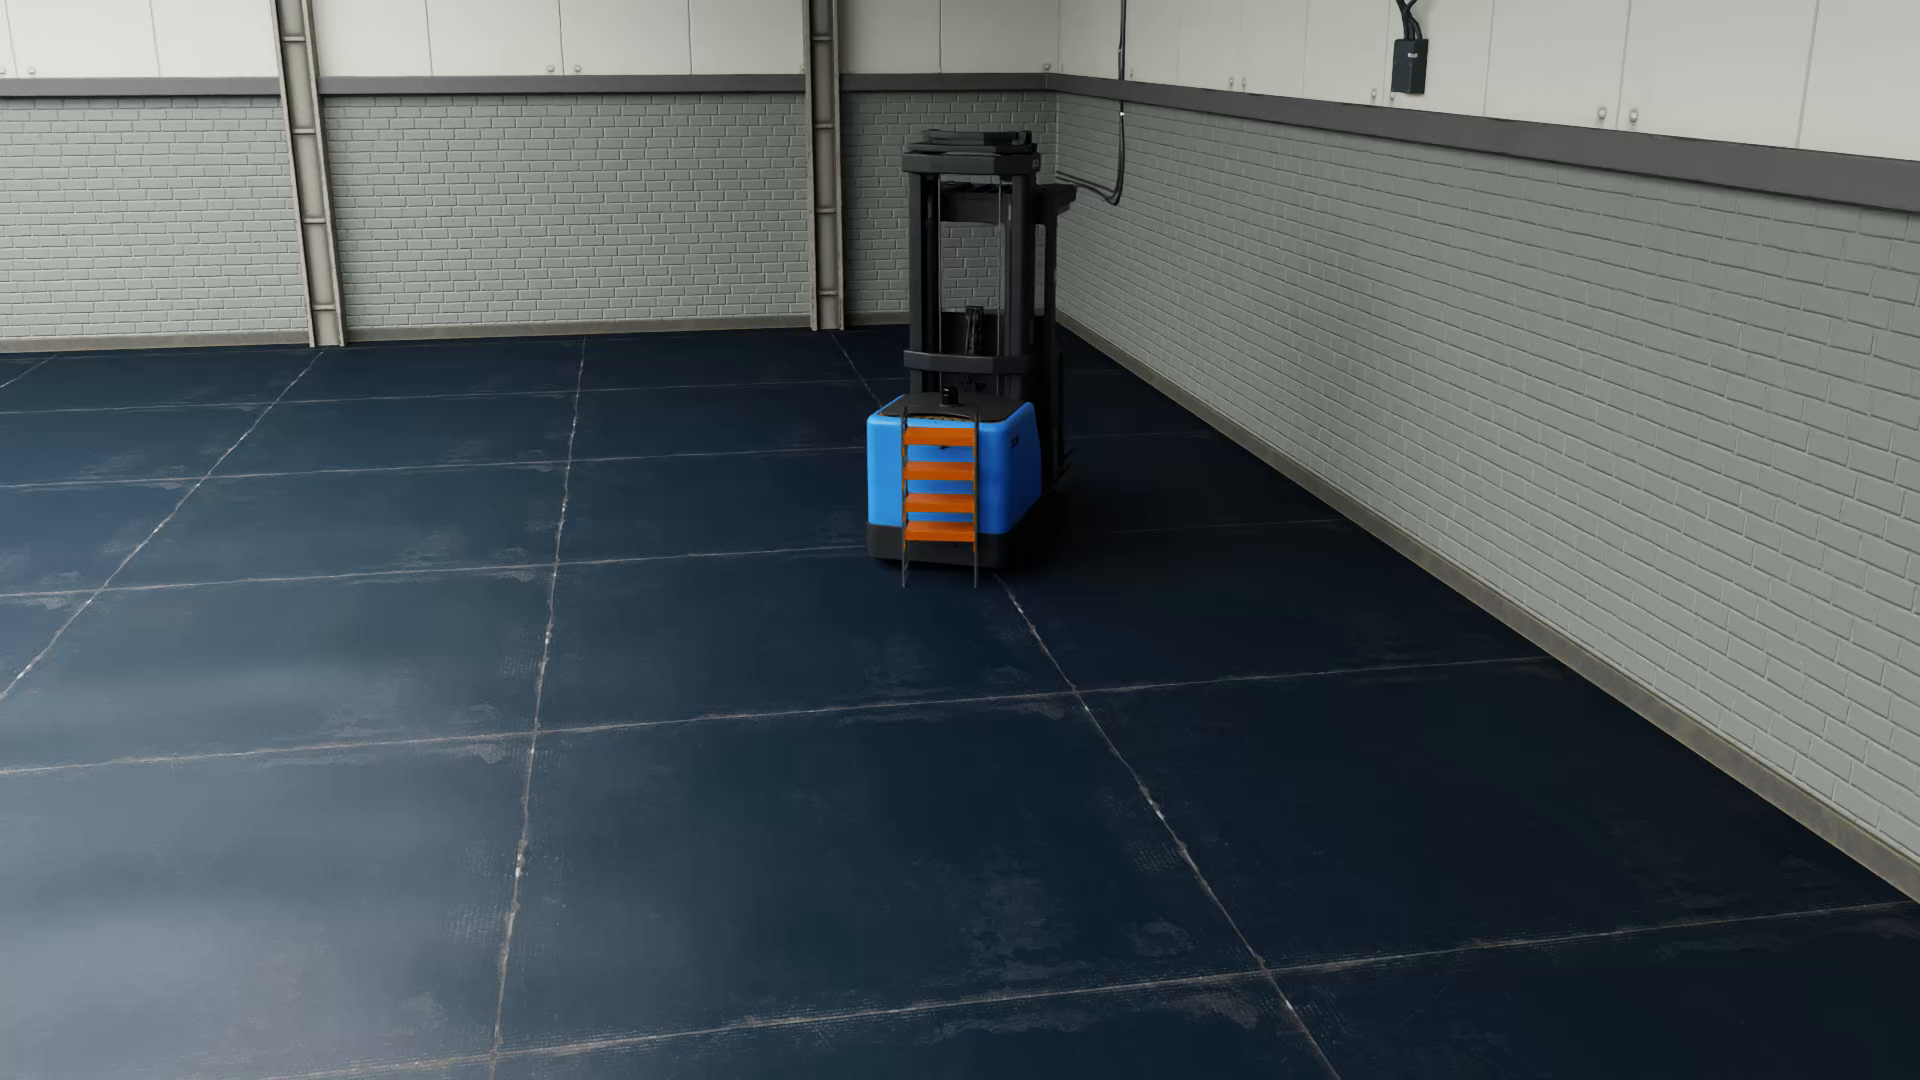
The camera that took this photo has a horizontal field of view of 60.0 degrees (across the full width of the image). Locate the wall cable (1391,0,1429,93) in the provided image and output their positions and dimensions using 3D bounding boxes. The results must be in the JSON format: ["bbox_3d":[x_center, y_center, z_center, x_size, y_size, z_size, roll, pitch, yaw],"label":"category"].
[{"bbox_3d":[3.249,-5.657,9.612,0.169,6.003,2.305,-3,17,-10],"label":"wall cable"}]

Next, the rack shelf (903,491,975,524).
[{"bbox_3d":[-0.129,-0.219,11.210,0.480,0.148,0.258,1,17,5],"label":"rack shelf"}]

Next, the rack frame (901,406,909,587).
[{"bbox_3d":[-0.372,-0.289,11.210,0.015,1.200,0.240,1,17,5],"label":"rack frame"}]

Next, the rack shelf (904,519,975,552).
[{"bbox_3d":[-0.129,-0.029,11.268,0.480,0.148,0.258,1,17,5],"label":"rack shelf"}]

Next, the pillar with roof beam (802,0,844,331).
[{"bbox_3d":[-0.863,-5.745,15.691,0.400,9.000,9.100,-3,17,-10],"label":"pillar with roof beam"}]

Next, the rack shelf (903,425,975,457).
[{"bbox_3d":[-0.129,-0.659,11.075,0.480,0.148,0.258,1,17,5],"label":"rack shelf"}]

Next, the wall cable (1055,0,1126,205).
[{"bbox_3d":[1.464,-5.285,19.481,0.112,2.526,3.097,-3,17,-10],"label":"wall cable"}]

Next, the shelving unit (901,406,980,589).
[{"bbox_3d":[-0.129,-0.283,11.190,0.503,1.200,0.258,1,17,5],"label":"shelving unit"}]

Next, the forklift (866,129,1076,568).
[{"bbox_3d":[0.235,-1.601,12.533,1.130,2.935,3.031,5,18,15],"label":"forklift"}]

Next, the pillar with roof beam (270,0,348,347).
[{"bbox_3d":[-6.754,-5.411,14.603,0.400,9.000,9.100,-3,17,-10],"label":"pillar with roof beam"}]

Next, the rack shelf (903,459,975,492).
[{"bbox_3d":[-0.129,-0.433,11.144,0.480,0.148,0.258,1,17,5],"label":"rack shelf"}]

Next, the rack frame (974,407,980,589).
[{"bbox_3d":[0.115,-0.277,11.170,0.015,1.200,0.240,1,17,5],"label":"rack frame"}]
